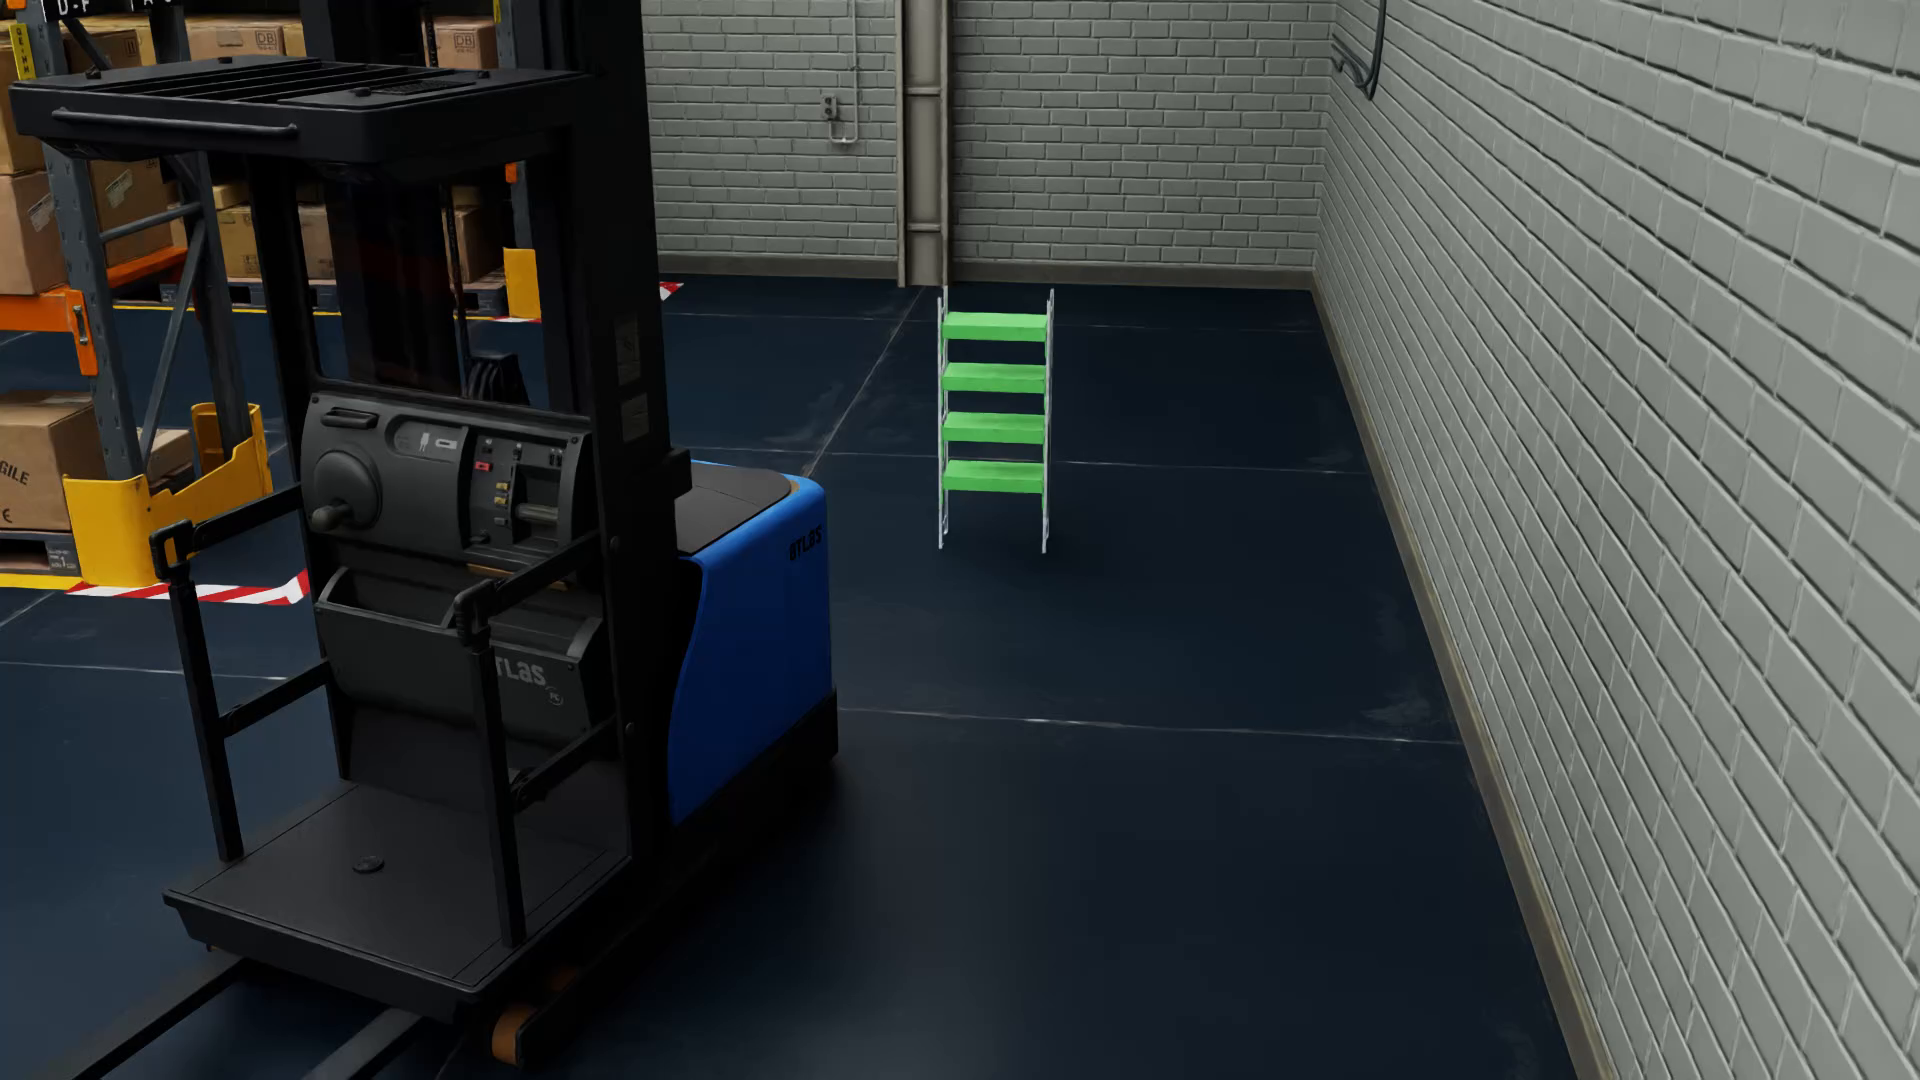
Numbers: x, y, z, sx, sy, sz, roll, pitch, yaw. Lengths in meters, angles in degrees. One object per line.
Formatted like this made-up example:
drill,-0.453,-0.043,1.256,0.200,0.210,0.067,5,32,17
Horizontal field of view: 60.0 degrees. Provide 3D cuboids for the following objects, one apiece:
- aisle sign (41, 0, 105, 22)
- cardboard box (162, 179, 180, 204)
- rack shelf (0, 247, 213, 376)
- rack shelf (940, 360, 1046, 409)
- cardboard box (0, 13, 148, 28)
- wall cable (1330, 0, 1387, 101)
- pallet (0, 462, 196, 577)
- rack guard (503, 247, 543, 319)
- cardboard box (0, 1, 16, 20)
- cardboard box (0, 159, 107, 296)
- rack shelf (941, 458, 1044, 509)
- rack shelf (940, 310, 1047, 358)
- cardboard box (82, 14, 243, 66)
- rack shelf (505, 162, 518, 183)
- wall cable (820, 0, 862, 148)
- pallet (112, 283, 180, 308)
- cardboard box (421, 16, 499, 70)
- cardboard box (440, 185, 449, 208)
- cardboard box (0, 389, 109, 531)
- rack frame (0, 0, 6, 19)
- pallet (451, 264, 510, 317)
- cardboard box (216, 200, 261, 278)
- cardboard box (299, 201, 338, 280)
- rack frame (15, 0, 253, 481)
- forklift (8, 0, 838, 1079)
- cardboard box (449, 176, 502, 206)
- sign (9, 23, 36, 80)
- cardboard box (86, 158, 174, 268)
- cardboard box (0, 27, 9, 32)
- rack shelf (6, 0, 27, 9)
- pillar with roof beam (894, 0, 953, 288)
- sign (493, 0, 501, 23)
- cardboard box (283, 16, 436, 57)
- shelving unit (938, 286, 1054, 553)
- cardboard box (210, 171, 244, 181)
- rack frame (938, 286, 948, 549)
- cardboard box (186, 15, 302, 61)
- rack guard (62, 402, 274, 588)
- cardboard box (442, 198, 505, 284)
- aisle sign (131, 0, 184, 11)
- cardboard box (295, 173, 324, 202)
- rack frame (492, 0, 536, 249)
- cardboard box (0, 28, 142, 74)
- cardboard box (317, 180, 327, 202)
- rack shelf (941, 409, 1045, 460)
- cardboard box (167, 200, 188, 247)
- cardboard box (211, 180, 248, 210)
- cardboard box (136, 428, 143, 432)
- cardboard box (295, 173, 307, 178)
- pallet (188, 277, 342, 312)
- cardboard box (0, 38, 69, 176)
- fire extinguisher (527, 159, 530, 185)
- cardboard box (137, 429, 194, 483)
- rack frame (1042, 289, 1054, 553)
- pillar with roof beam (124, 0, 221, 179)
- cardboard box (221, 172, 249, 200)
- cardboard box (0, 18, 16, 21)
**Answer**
aisle sign,-3.598,-2.491,6.624,0.004,0.787,0.394,2,22,6
cardboard box,-5.974,-2.562,12.286,0.250,0.149,0.380,3,22,8
rack shelf,-5.616,-1.149,7.744,4.000,0.370,1.077,2,22,6
rack shelf,0.164,-0.715,7.636,0.480,0.148,0.258,2,22,6
cardboard box,-6.486,-3.488,12.276,0.700,0.700,0.980,3,22,7
wall cable,2.524,-4.176,10.487,0.112,2.526,3.097,2,22,6
pallet,-4.497,-0.137,8.000,1.213,0.211,1.003,2,22,6
rack guard,-3.027,-2.042,12.425,0.348,0.500,1.175,2,22,6
cardboard box,-7.449,-4.036,12.482,0.500,0.250,0.500,3,22,8
cardboard box,-4.107,-1.363,7.172,0.500,0.500,0.500,3,22,8
rack shelf,0.164,-0.268,7.813,0.480,0.148,0.258,2,22,6
rack shelf,0.164,-0.938,7.548,0.480,0.148,0.258,2,22,6
cardboard box,-5.762,-3.455,12.191,0.700,0.700,0.980,2,22,5
rack shelf,-5.037,-2.957,12.319,4.000,0.370,1.077,2,22,6
wall cable,-1.668,-3.968,12.514,1.851,1.984,0.084,2,22,6
pallet,-6.277,-2.020,12.763,1.213,0.211,1.003,2,22,6
cardboard box,-3.558,-3.363,11.959,0.700,0.700,0.980,3,22,9
cardboard box,-3.906,-2.473,12.061,0.250,0.149,0.380,2,22,6
cardboard box,-4.199,-0.372,7.603,0.500,0.500,0.500,2,22,6
rack frame,-7.023,-3.378,12.405,0.127,3.000,1.000,2,22,6
pallet,-3.854,-1.915,12.496,1.213,0.211,1.003,2,22,6
cardboard box,-5.284,-2.296,12.495,0.500,0.500,0.700,3,22,8
cardboard box,-4.754,-2.275,12.443,0.500,0.500,0.700,2,22,5
rack frame,-3.630,-1.397,7.393,0.127,3.000,1.000,2,22,6
forklift,-1.498,-0.147,4.325,1.130,2.935,3.031,9,23,23
cardboard box,-3.610,-2.601,12.386,0.250,0.149,0.380,3,22,7
sign,-3.715,-1.880,6.611,0.005,0.325,0.100,2,22,6
cardboard box,-4.039,-1.559,7.666,0.500,0.500,0.500,3,22,7
cardboard box,-4.559,-2.043,7.533,0.500,0.500,0.500,3,22,7
rack shelf,-5.616,-2.544,7.192,4.000,0.370,1.077,2,22,6
pillar with roof beam,-0.774,-4.622,7.392,0.400,9.000,9.100,2,22,6
sign,-3.128,-3.656,11.212,0.005,0.325,0.100,2,22,6
cardboard box,-4.282,-3.391,12.028,0.700,0.700,0.980,2,22,6
shelving unit,0.164,-0.551,7.701,0.503,1.200,0.258,2,22,6
cardboard box,-5.628,-2.689,12.607,0.250,0.149,0.380,2,22,5
rack frame,-0.078,-0.561,7.728,0.015,1.200,0.240,2,22,6
cardboard box,-5.038,-3.427,12.120,0.700,0.700,0.980,1,22,4
rack guard,-3.705,-0.237,7.860,0.348,0.500,1.175,2,22,6
cardboard box,-3.757,-2.232,12.334,0.500,0.500,0.700,2,22,6
aisle sign,-3.527,-2.710,7.178,0.004,0.787,0.394,2,22,6
cardboard box,-4.869,-2.655,12.523,0.250,0.149,0.380,3,22,7
rack frame,-3.051,-3.205,11.968,0.127,3.000,1.000,2,22,6
cardboard box,-4.039,-2.024,7.482,0.500,0.500,0.500,3,22,8
cardboard box,-4.614,-2.645,12.496,0.250,0.149,0.380,3,22,7
rack shelf,0.164,-0.491,7.725,0.480,0.148,0.258,2,22,6
cardboard box,-5.794,-2.319,12.553,0.500,0.500,0.700,2,22,6
cardboard box,-5.455,-2.539,12.229,0.250,0.149,0.380,2,22,5
cardboard box,-4.253,-0.438,8.223,0.250,0.166,0.380,2,22,6
cardboard box,-5.120,-2.667,12.551,0.250,0.149,0.380,2,22,5
pallet,-5.062,-1.968,12.631,1.213,0.211,1.003,2,22,6
cardboard box,-4.104,-1.827,6.985,0.500,0.500,0.500,2,22,6
fire extinguisher,-2.955,-2.821,11.608,0.183,0.674,0.296,2,22,6
cardboard box,-4.005,-0.419,8.199,0.250,0.149,0.380,2,22,6
rack frame,0.407,-0.540,7.674,0.015,1.200,0.240,2,22,6
pillar with roof beam,-6.732,-4.882,8.049,0.400,9.000,9.100,2,22,6
cardboard box,-5.377,-2.677,12.579,0.250,0.149,0.380,3,22,7
cardboard box,-7.450,-3.684,12.612,0.500,0.500,0.500,2,22,4
